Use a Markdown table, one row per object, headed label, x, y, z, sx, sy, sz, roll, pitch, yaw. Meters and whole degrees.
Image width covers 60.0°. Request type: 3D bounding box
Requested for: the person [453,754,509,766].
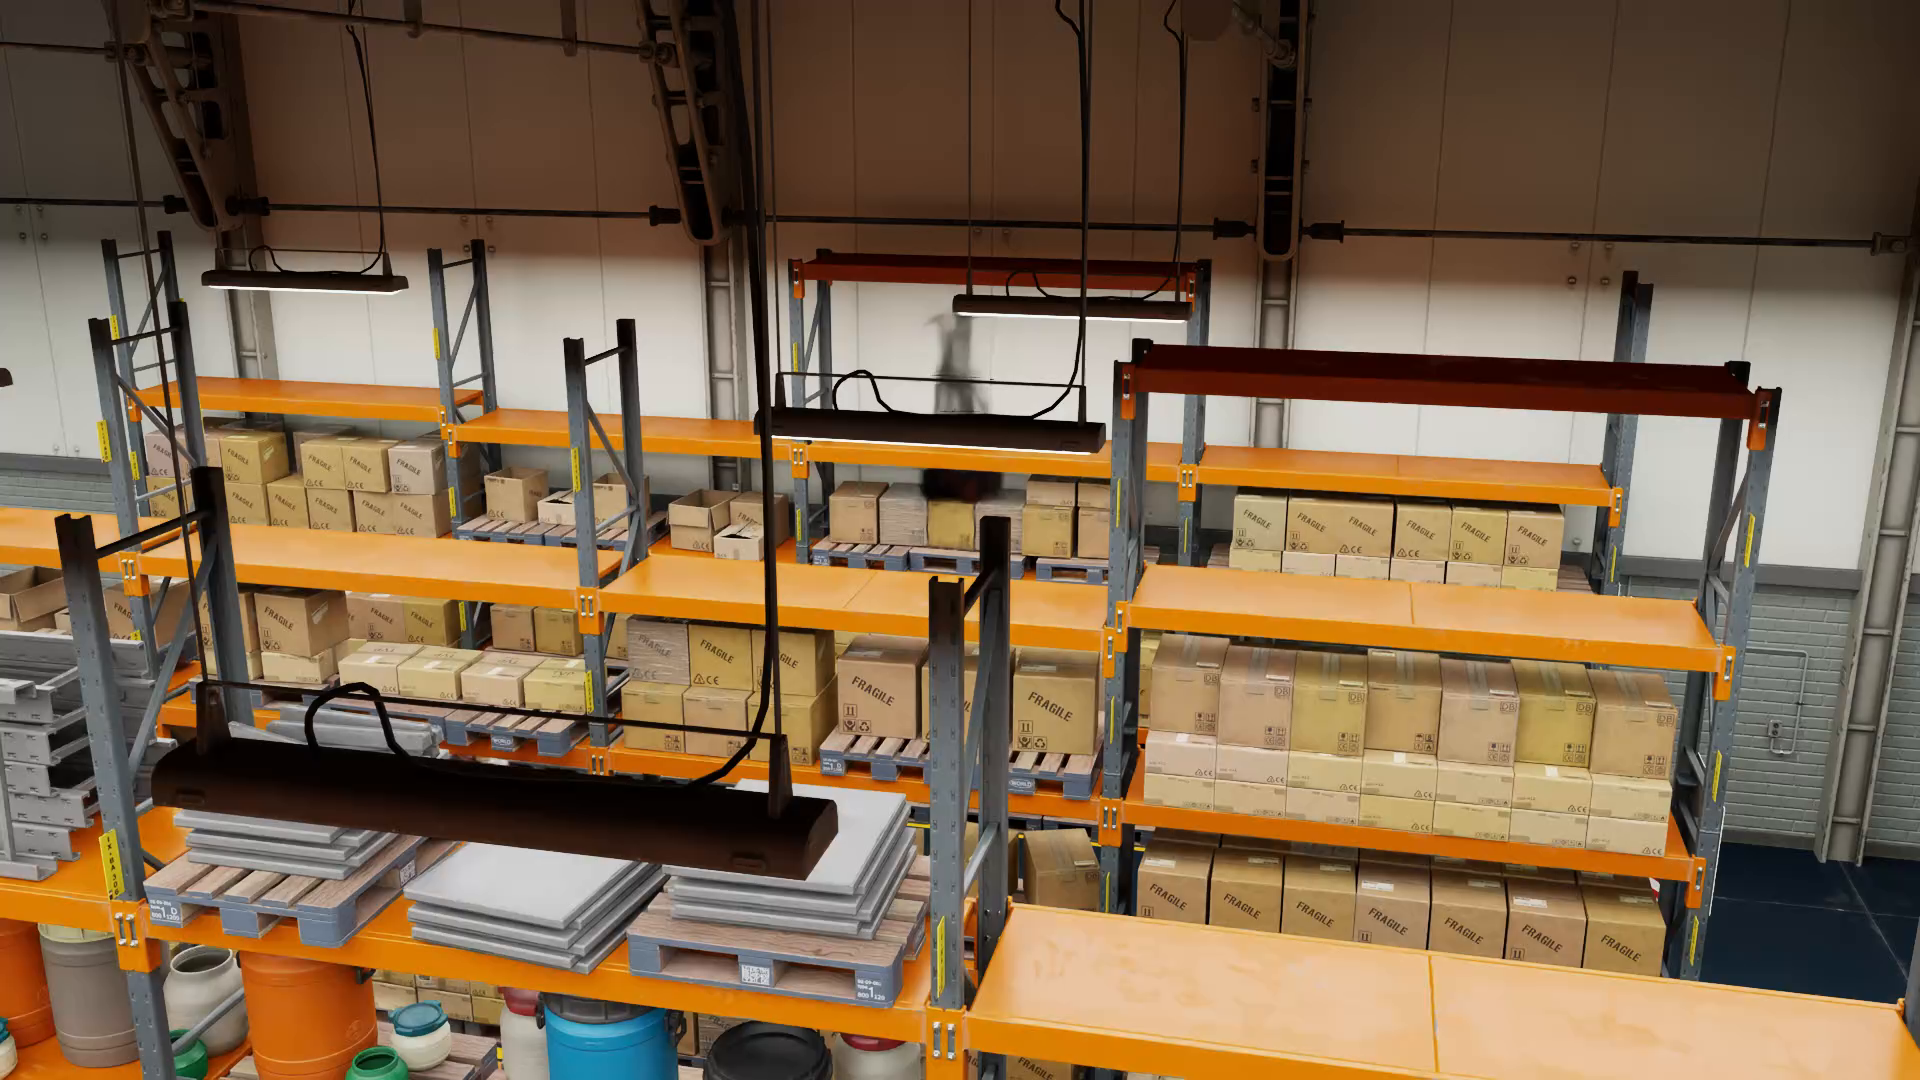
| label | x | y | z | sx | sy | sz | roll | pitch | yaw |
| --- | --- | --- | --- | --- | --- | --- | --- | --- | --- |
| person | -4.741 | 2.454 | 17.080 | 0.943 | 1.699 | 0.576 | 0 | 16 | 2 |
